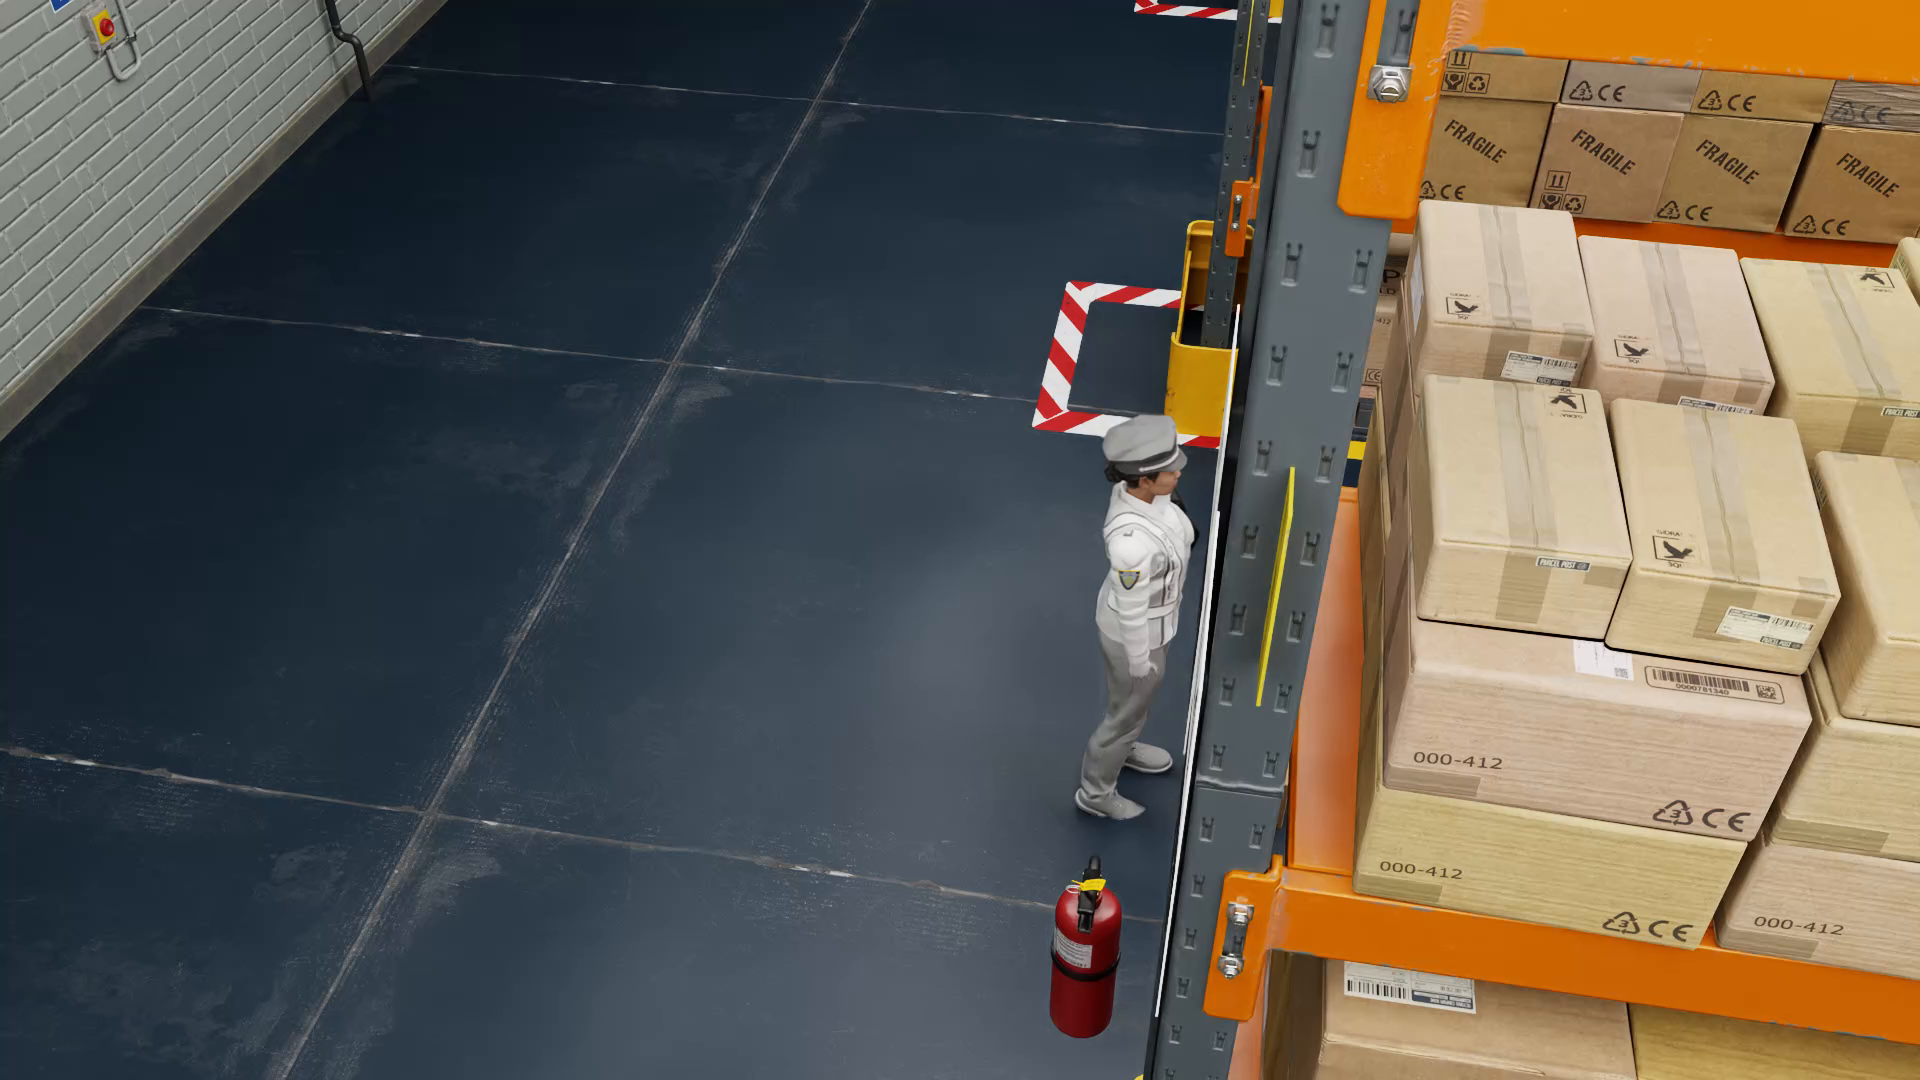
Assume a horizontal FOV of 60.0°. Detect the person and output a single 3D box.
[{"bbox_3d":[0.629,0.293,5.836,0.347,1.723,0.468,7,41,9],"label":"person"}]
